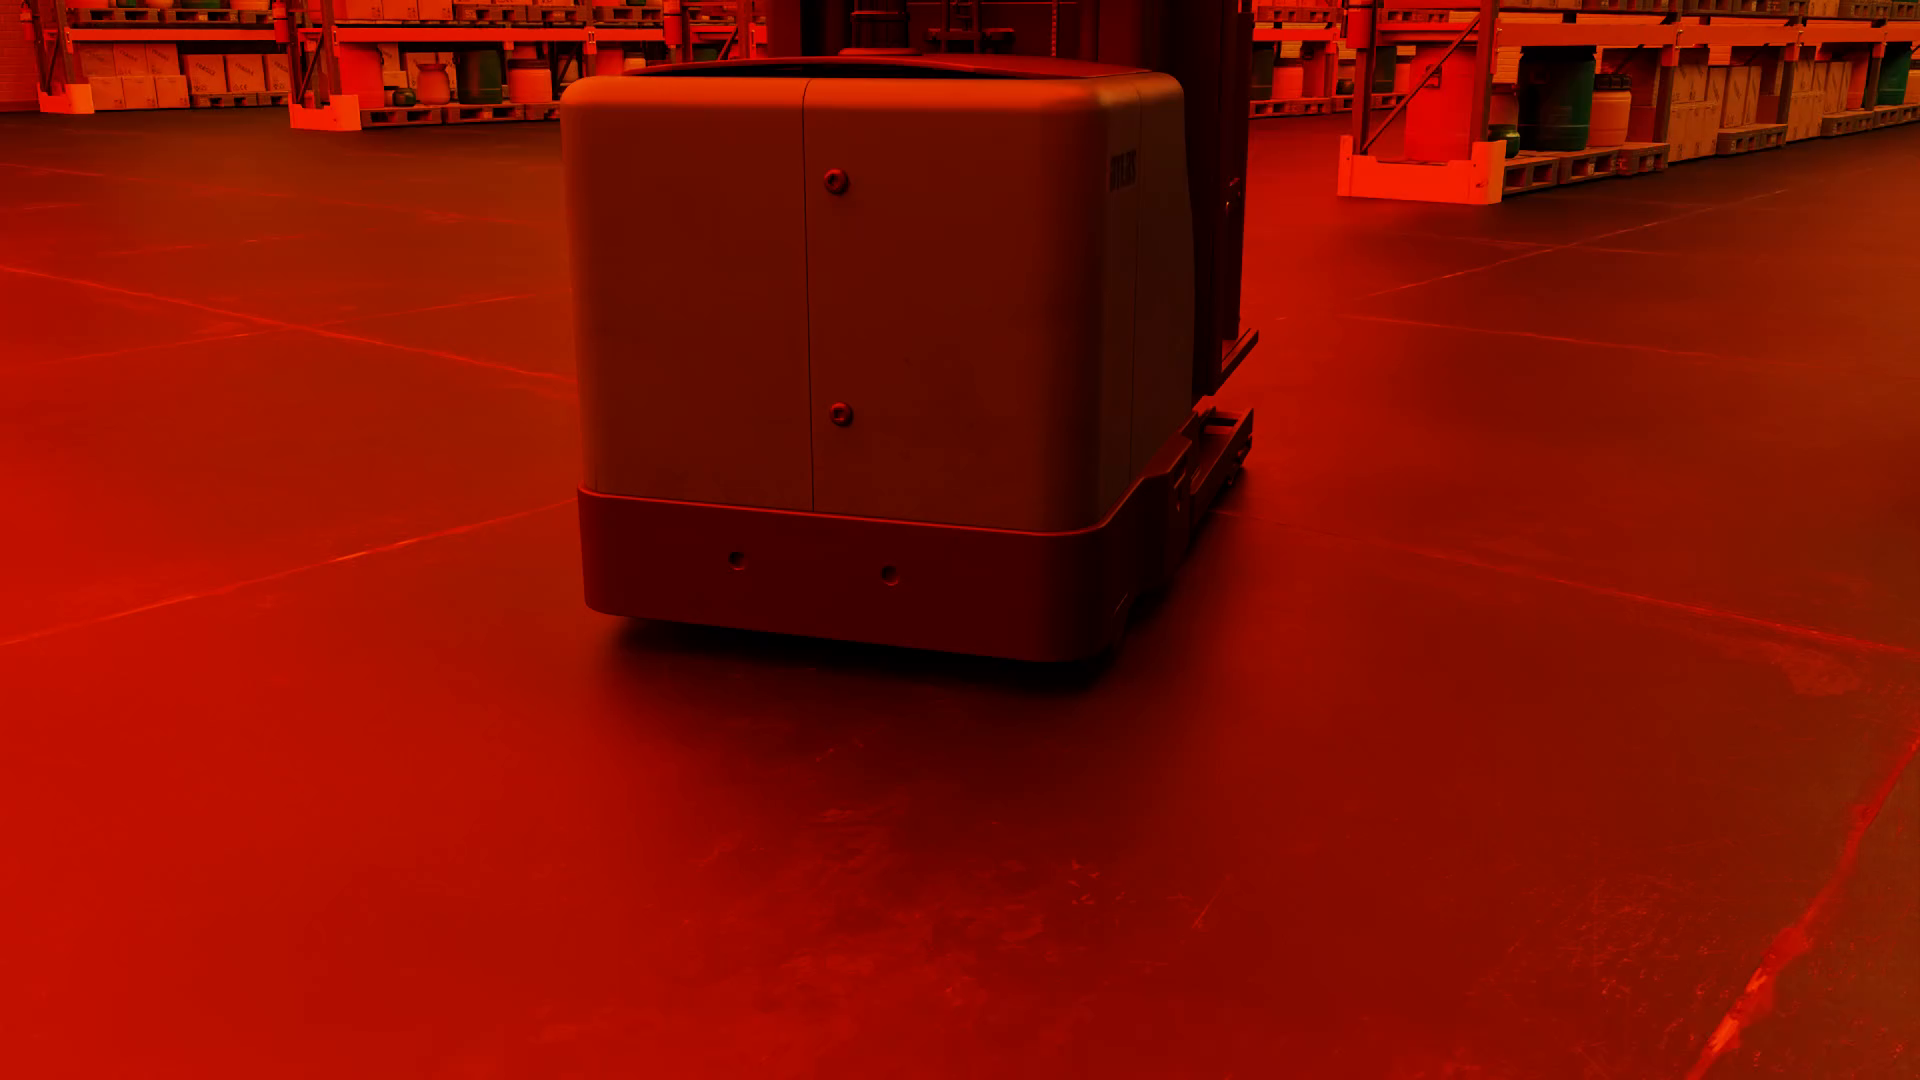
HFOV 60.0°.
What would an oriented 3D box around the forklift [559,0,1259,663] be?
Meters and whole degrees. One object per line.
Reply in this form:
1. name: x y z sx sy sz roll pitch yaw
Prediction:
1. forklift: 0.182 -1.571 4.072 1.130 2.935 3.031 5 18 17
